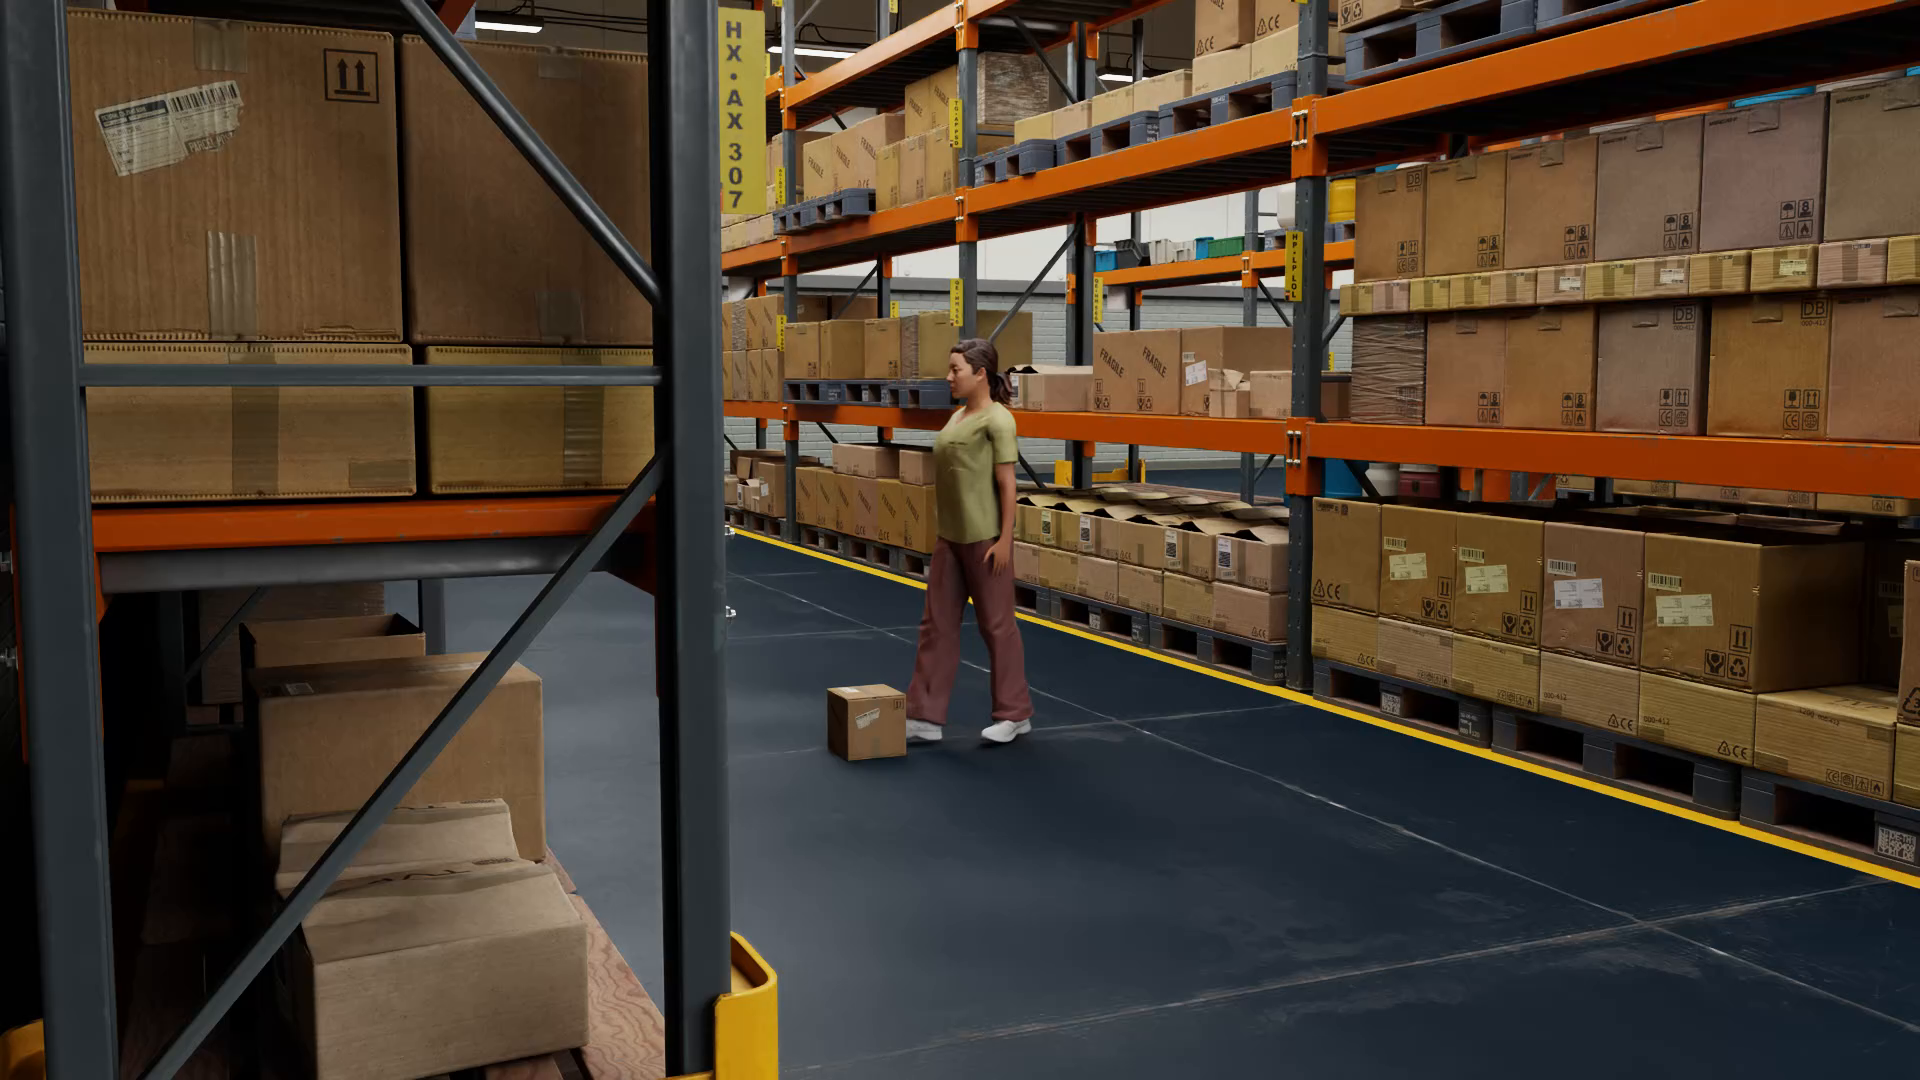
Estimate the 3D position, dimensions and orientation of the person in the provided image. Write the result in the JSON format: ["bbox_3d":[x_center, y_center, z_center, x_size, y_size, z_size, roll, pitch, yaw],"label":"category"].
[{"bbox_3d":[-0.002,0.006,6.827,0.668,1.664,0.451,-3,6,-31],"label":"person"}]
